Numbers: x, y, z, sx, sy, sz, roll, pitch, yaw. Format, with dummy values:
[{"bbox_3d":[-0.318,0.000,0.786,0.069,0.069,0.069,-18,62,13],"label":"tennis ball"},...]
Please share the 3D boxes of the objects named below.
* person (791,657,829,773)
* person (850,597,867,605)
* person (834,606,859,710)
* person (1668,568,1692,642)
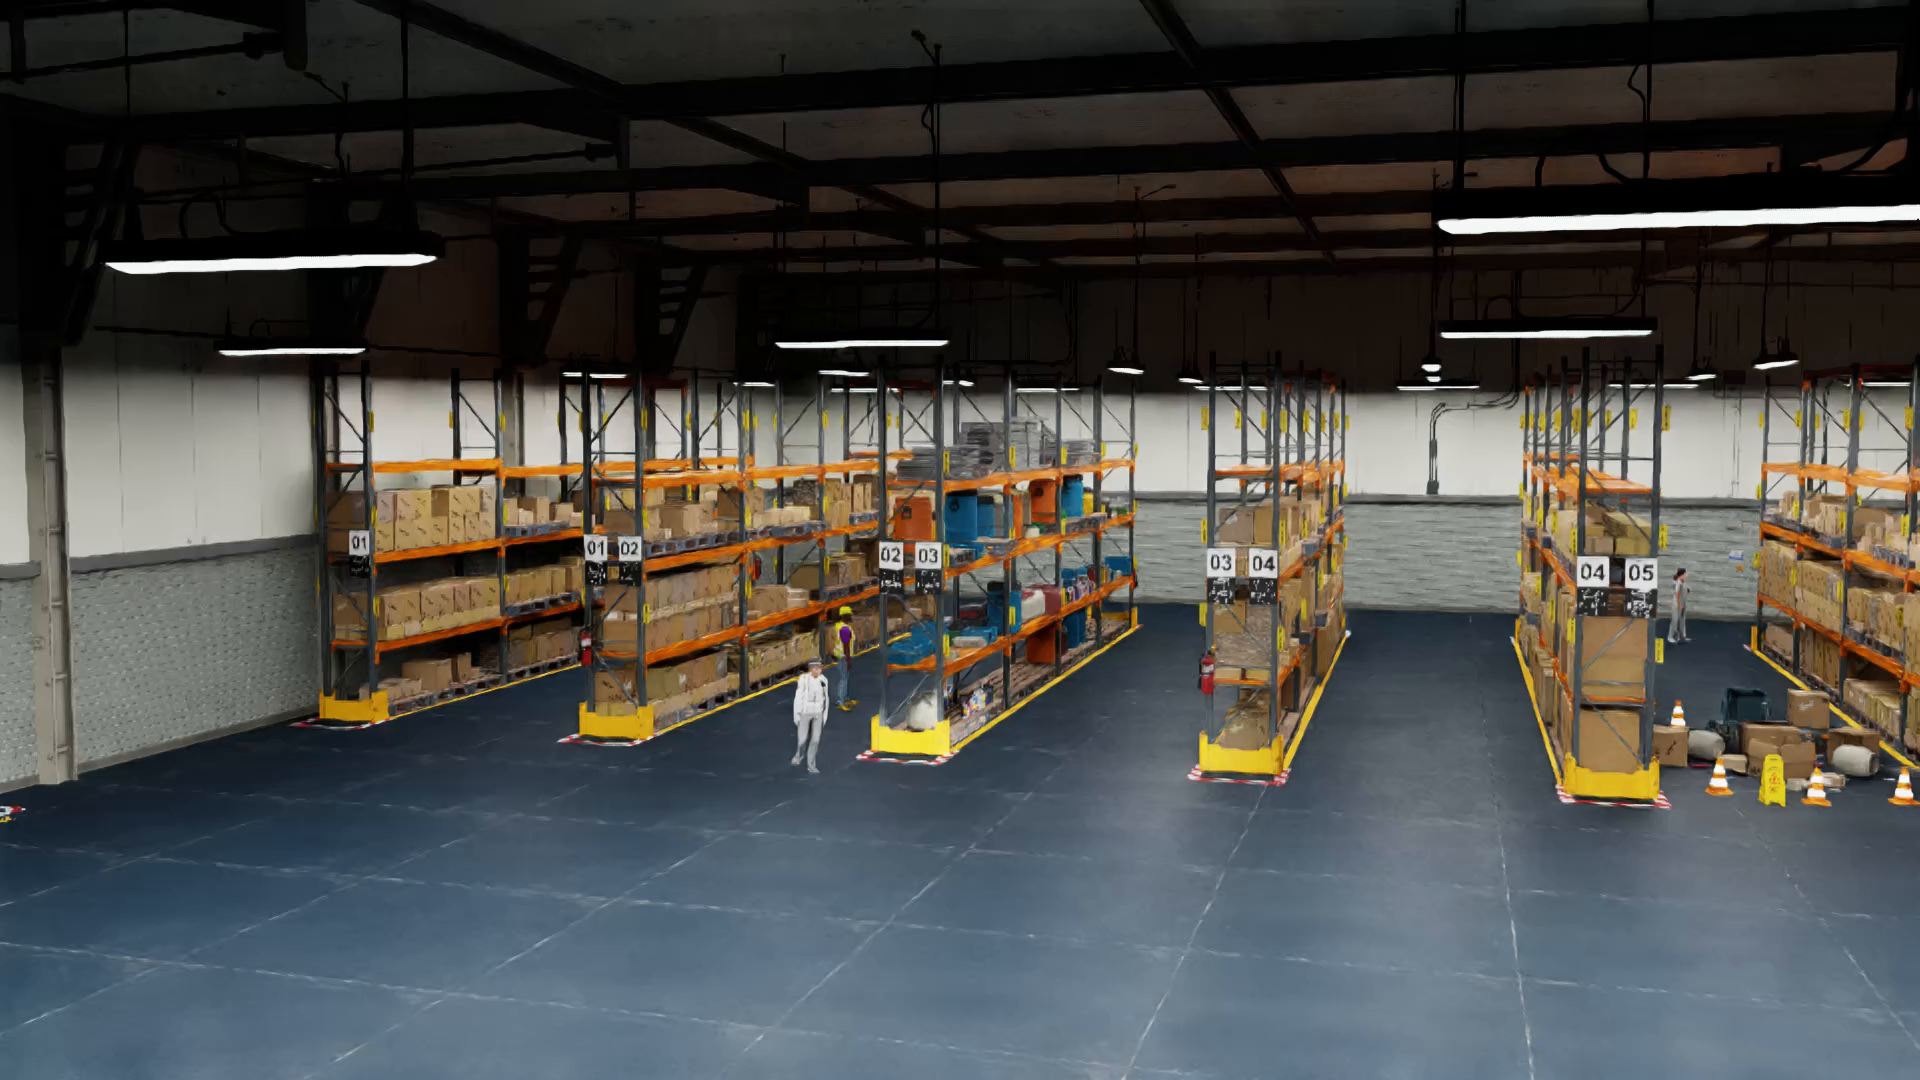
[{"bbox_3d":[-2.153,2.475,23.769,0.501,1.671,0.519,-2,4,-21],"label":"person"},{"bbox_3d":[-2.755,0.965,44.574,0.734,1.718,0.540,-2,5,-27],"label":"person"},{"bbox_3d":[-1.956,2.033,28.924,0.463,1.772,0.649,-1,4,-13],"label":"person"},{"bbox_3d":[16.263,1.472,37.570,0.432,1.675,0.544,3,5,39],"label":"person"}]
